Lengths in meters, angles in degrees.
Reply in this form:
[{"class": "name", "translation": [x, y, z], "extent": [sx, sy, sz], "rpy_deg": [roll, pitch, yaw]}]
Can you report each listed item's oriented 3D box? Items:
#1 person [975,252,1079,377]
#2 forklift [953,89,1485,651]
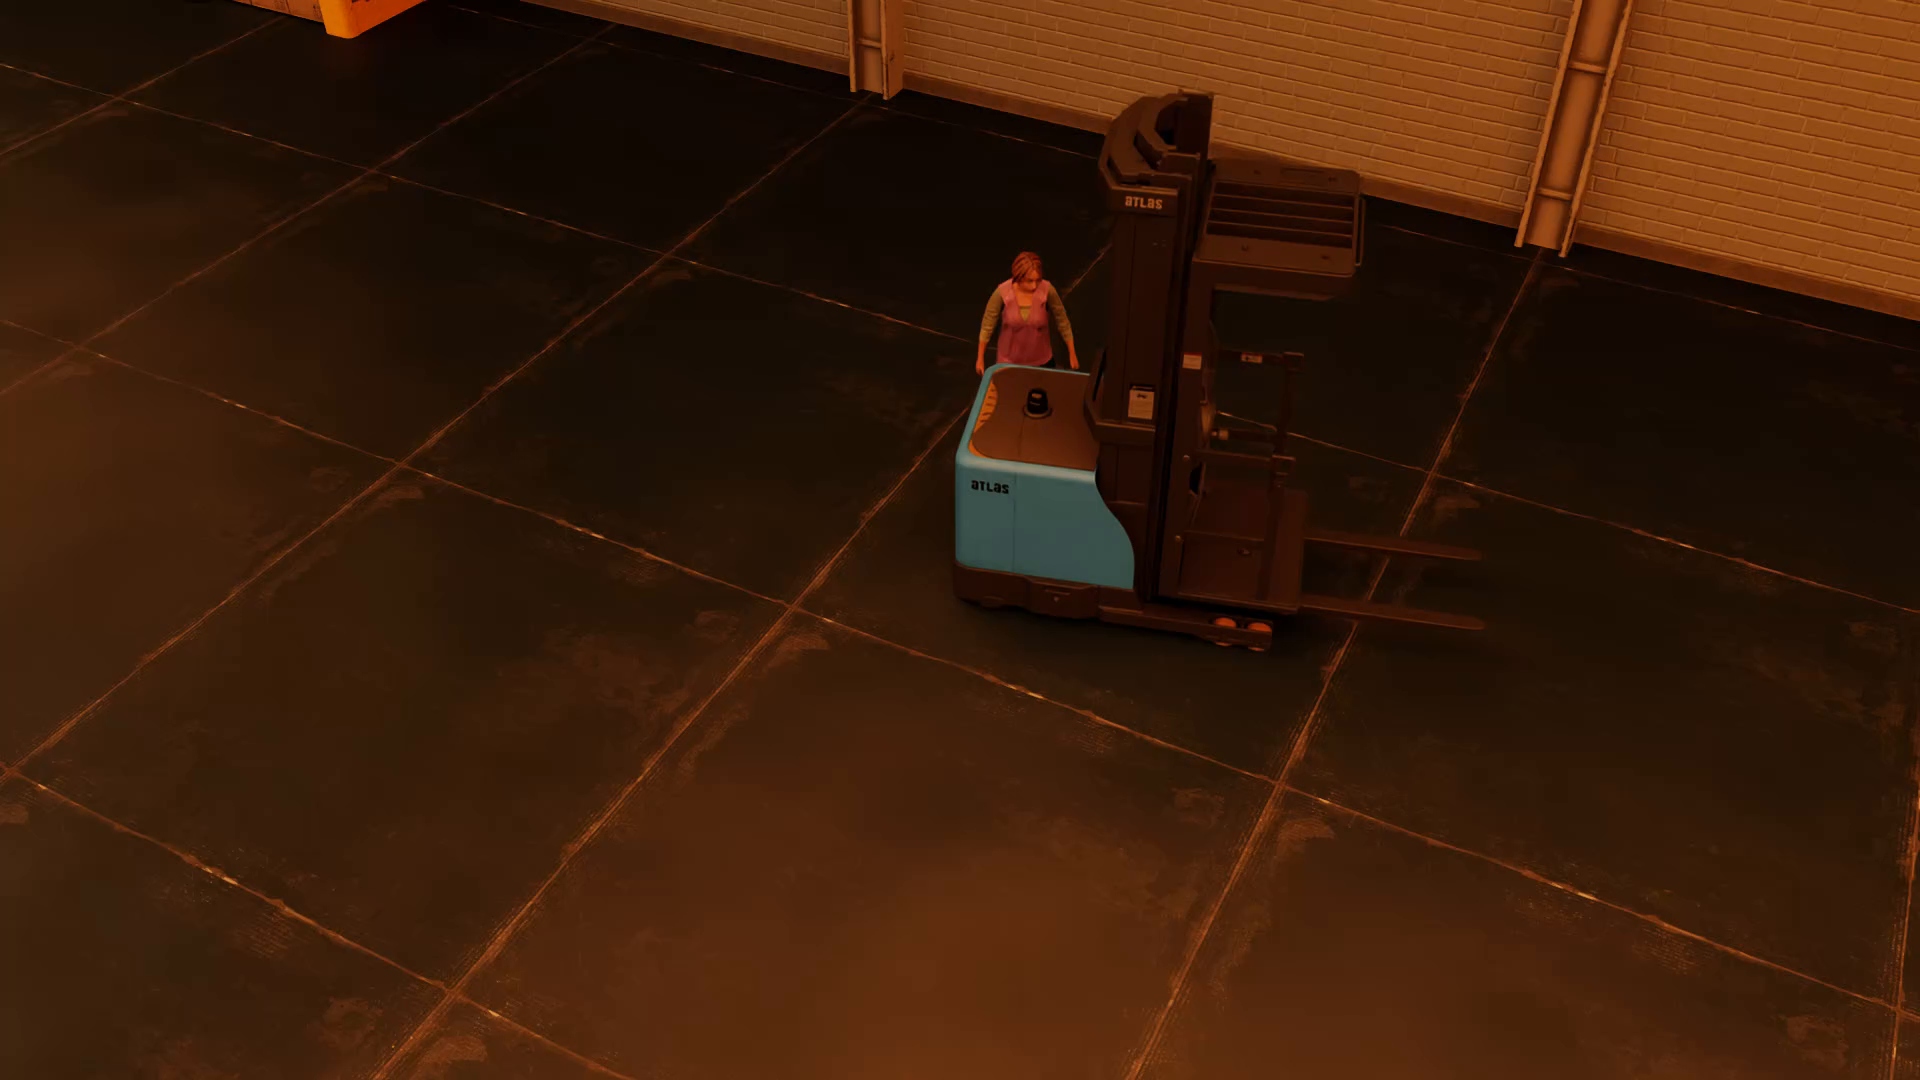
[{"class": "person", "translation": [0.422, -1.119, 10.373], "extent": [0.650, 1.573, 0.357], "rpy_deg": [-4, 40, -5]}, {"class": "forklift", "translation": [1.529, -0.862, 9.010], "extent": [3.031, 2.935, 1.130], "rpy_deg": [8, 41, 9]}]
